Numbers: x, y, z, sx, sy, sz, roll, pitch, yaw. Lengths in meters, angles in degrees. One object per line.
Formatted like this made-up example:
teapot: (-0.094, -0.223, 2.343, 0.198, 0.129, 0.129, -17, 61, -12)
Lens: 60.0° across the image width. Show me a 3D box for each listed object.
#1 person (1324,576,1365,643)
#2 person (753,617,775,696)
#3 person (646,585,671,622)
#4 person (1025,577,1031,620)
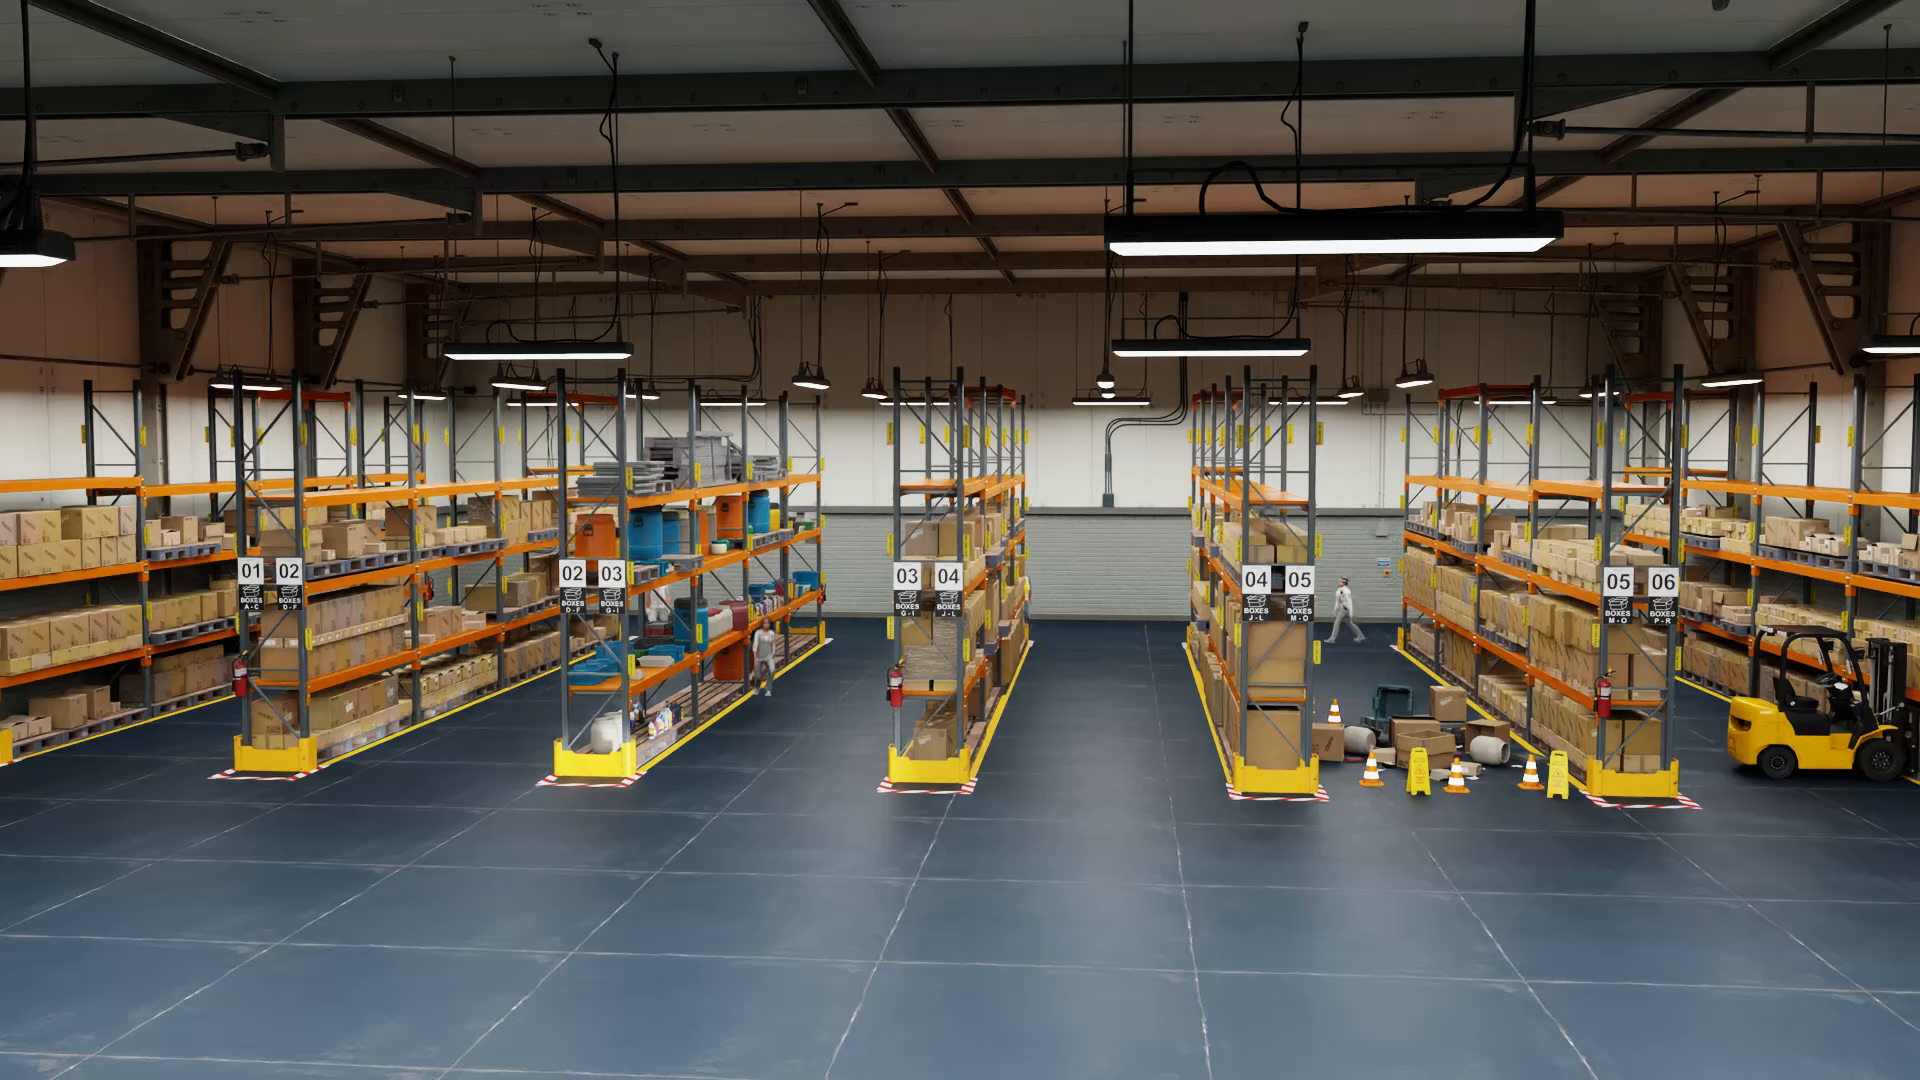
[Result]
person: (9.290, 1.677, 40.210, 1.022, 1.631, 0.475, 0, 4, 1)
person: (-3.578, 2.134, 30.332, 0.430, 1.477, 0.927, -1, 4, -16)
person: (-7.223, 1.635, 39.792, 0.609, 1.715, 1.084, 0, 4, -3)
person: (1.513, 1.517, 41.742, 0.570, 1.754, 0.656, -3, 5, -41)
